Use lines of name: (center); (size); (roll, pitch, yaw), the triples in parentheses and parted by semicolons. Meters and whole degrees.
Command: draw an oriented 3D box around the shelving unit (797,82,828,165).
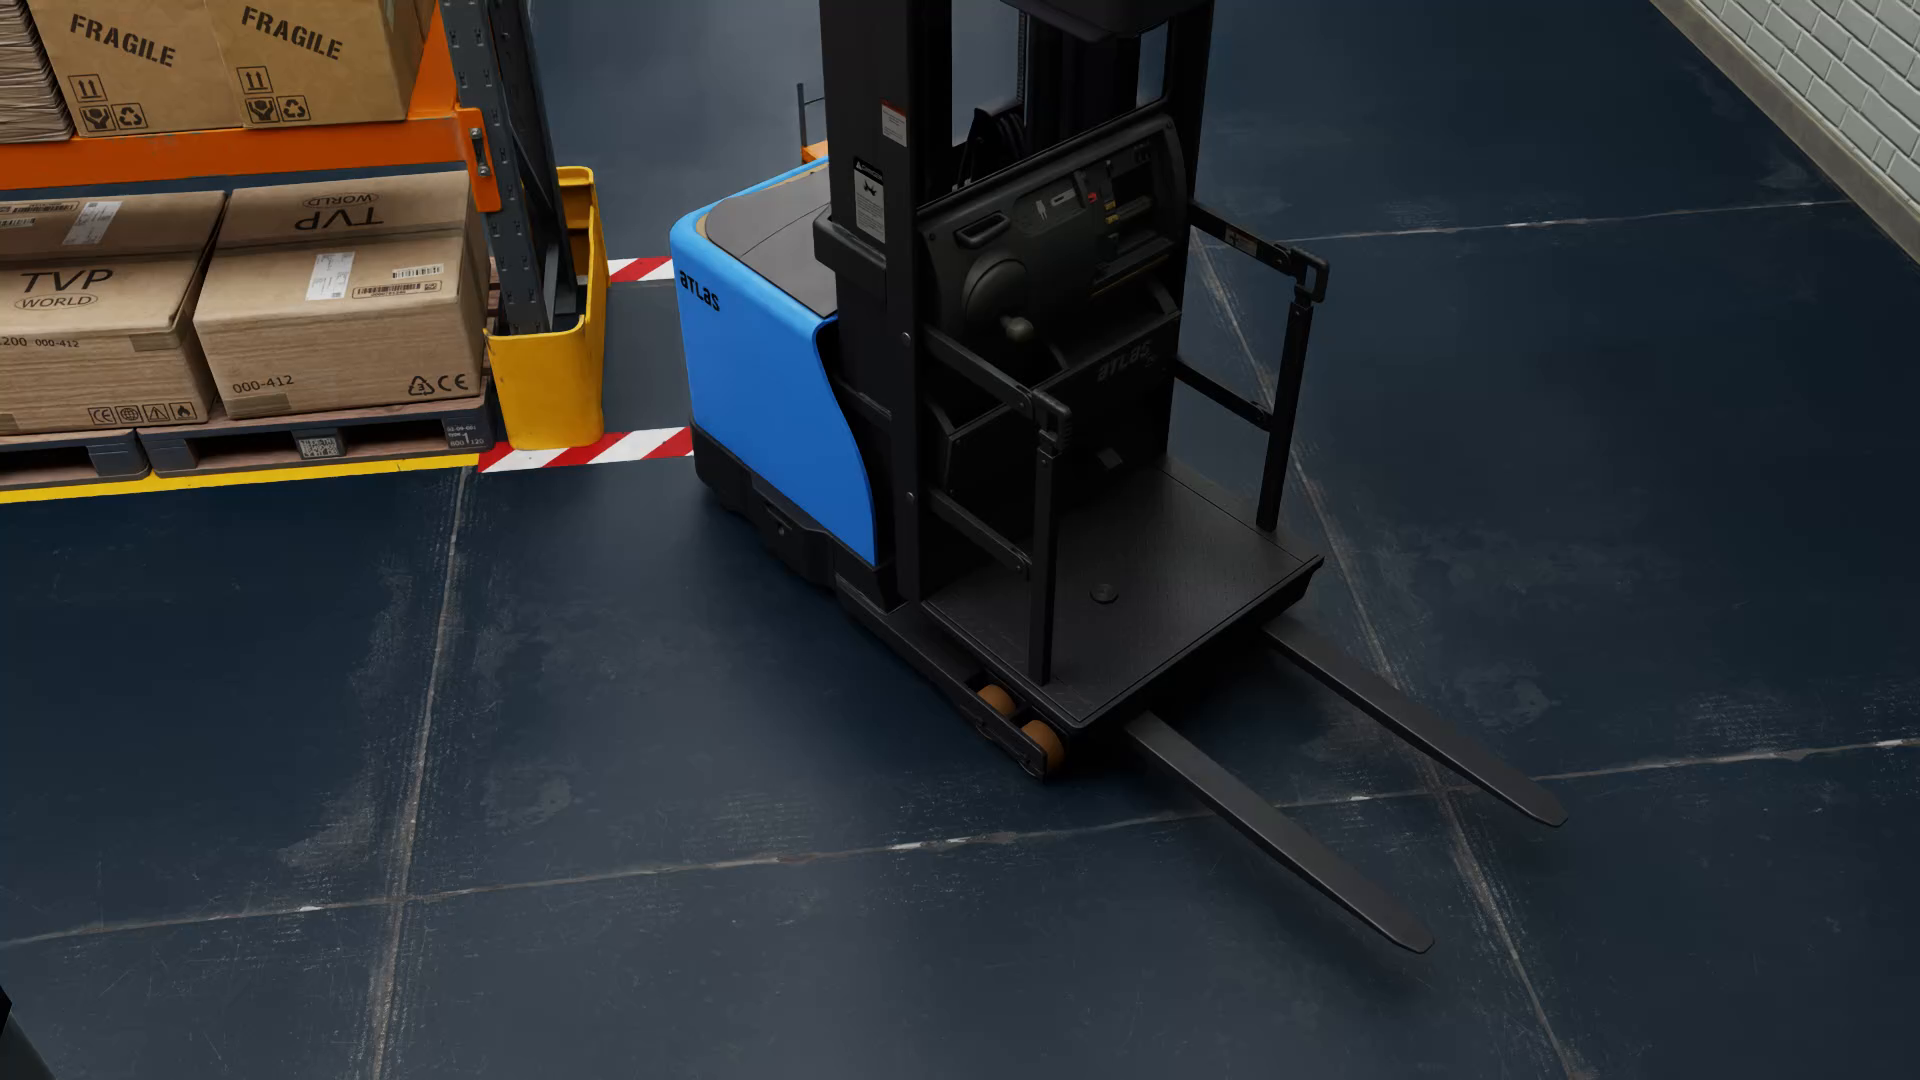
shelving unit: (-0.403, -1.104, 6.060); (0.258, 1.200, 0.189); (-26, 48, -26)

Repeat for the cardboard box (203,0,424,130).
cardboard box: (-2.028, -1.655, 5.253); (0.500, 0.500, 0.500); (-5, 42, -5)

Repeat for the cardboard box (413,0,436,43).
cardboard box: (-2.098, -2.022, 5.659); (0.500, 0.500, 0.500); (-5, 42, -6)

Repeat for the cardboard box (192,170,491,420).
cardboard box: (-2.226, -0.917, 6.108); (0.875, 0.438, 0.875); (-6, 42, -7)

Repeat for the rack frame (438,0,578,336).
rack frame: (-1.584, -1.836, 5.528); (0.127, 3.000, 1.000); (-5, 42, -6)

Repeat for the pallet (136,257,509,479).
pallet: (-2.367, -0.679, 6.327); (1.213, 0.211, 1.003); (-5, 42, -6)

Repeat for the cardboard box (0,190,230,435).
cardboard box: (-3.132, -0.831, 6.014); (0.875, 0.438, 0.875); (-4, 42, -4)

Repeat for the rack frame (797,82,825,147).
rack frame: (-0.457, -1.154, 6.115); (0.240, 1.200, 0.006); (-26, 48, -26)

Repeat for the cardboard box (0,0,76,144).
cardboard box: (-3.037, -1.570, 5.159); (0.500, 0.500, 0.500); (-4, 42, -4)

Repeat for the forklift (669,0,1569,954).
forklift: (0.417, -0.774, 4.402); (1.130, 2.935, 3.031); (-31, 50, -30)

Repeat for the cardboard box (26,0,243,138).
cardboard box: (-2.528, -1.622, 5.216); (0.500, 0.500, 0.500); (-6, 42, -6)

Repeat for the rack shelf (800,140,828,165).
rack shelf: (-0.403, -1.338, 5.849); (0.258, 0.103, 0.180); (-26, 48, -26)

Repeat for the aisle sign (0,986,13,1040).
aisle sign: (-0.908, 0.294, 1.225); (0.004, 0.787, 0.394); (-5, 42, -6)

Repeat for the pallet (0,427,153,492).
pallet: (-3.574, -0.575, 6.212); (1.213, 0.211, 1.003); (-5, 42, -6)

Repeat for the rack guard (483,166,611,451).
rack guard: (-1.561, -0.910, 6.367); (0.348, 0.500, 1.175); (-5, 42, -6)

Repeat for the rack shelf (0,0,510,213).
rack shelf: (-3.567, -1.395, 5.576); (4.000, 0.370, 1.077); (-5, 42, -6)
